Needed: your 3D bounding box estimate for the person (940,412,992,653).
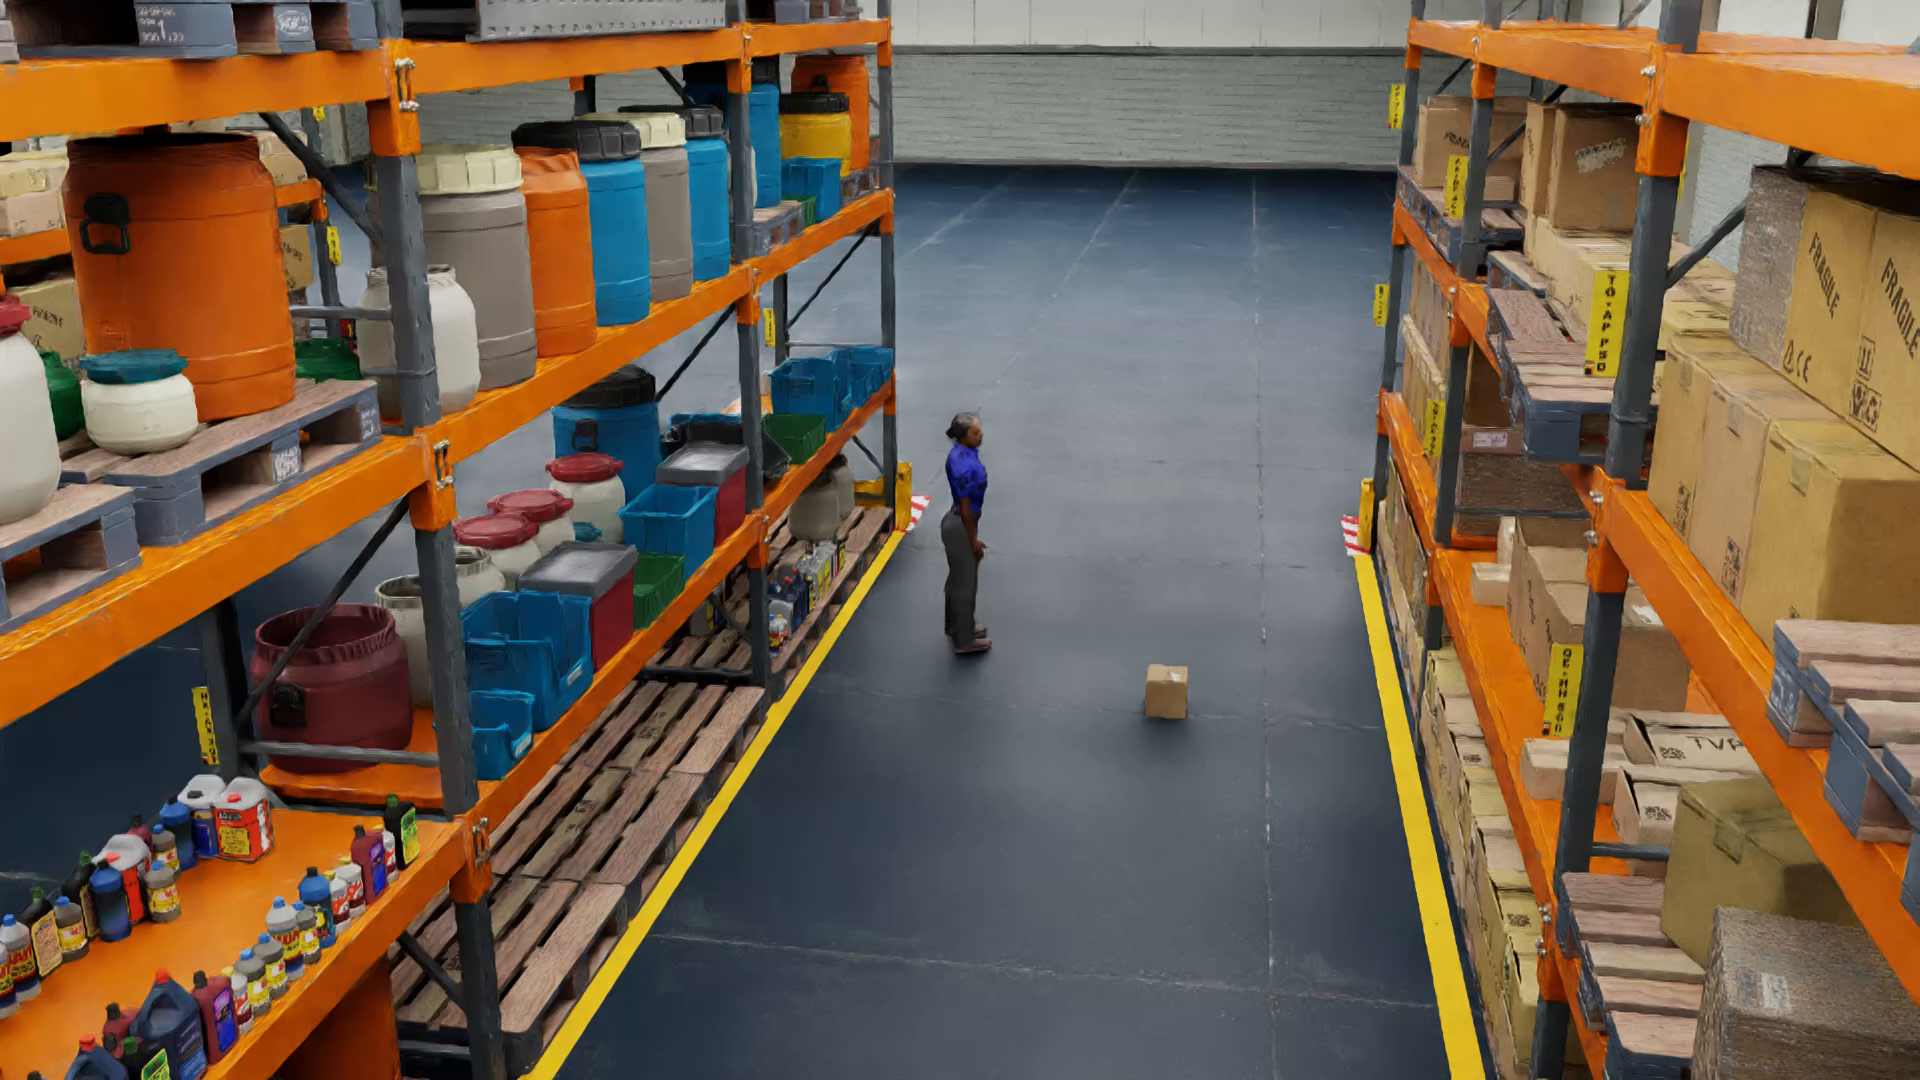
[{"bbox_3d":[0.045,-0.072,11.247,0.359,1.657,0.490,1,18,2],"label":"person"}]
